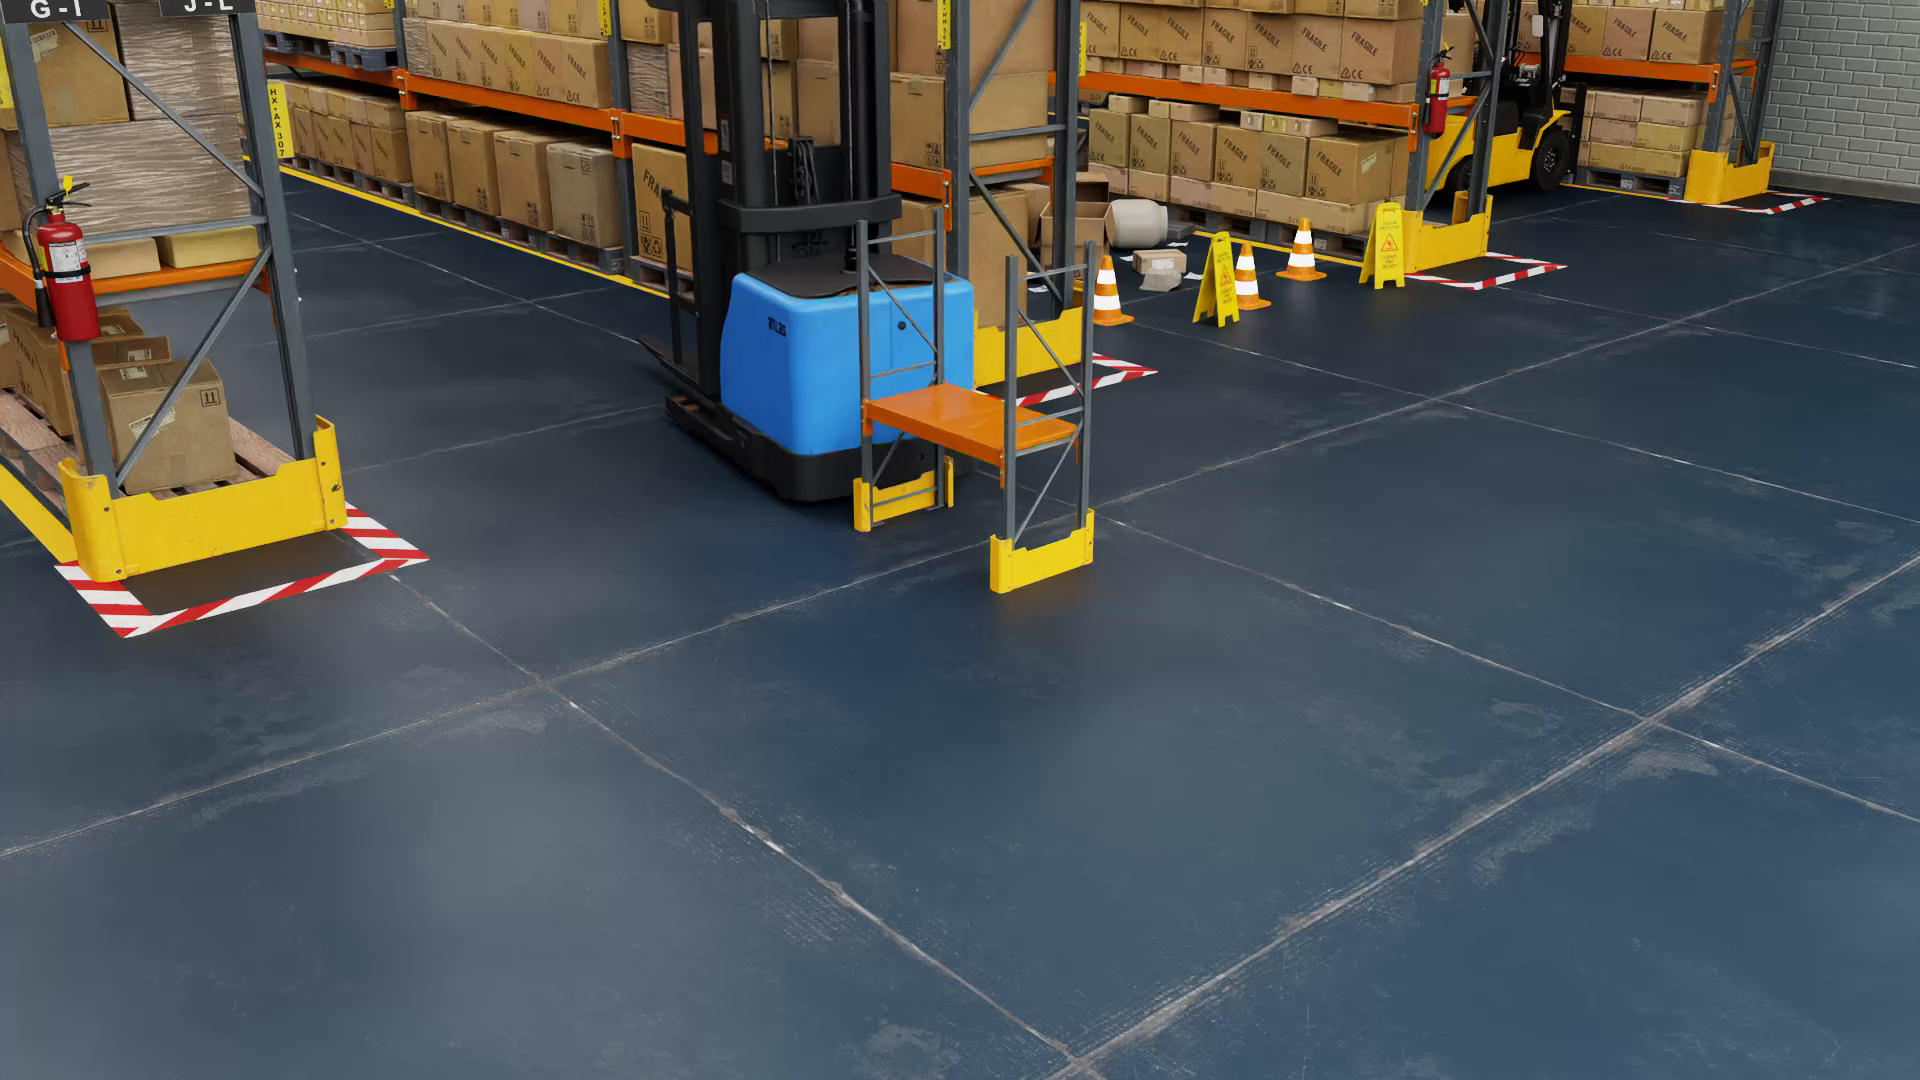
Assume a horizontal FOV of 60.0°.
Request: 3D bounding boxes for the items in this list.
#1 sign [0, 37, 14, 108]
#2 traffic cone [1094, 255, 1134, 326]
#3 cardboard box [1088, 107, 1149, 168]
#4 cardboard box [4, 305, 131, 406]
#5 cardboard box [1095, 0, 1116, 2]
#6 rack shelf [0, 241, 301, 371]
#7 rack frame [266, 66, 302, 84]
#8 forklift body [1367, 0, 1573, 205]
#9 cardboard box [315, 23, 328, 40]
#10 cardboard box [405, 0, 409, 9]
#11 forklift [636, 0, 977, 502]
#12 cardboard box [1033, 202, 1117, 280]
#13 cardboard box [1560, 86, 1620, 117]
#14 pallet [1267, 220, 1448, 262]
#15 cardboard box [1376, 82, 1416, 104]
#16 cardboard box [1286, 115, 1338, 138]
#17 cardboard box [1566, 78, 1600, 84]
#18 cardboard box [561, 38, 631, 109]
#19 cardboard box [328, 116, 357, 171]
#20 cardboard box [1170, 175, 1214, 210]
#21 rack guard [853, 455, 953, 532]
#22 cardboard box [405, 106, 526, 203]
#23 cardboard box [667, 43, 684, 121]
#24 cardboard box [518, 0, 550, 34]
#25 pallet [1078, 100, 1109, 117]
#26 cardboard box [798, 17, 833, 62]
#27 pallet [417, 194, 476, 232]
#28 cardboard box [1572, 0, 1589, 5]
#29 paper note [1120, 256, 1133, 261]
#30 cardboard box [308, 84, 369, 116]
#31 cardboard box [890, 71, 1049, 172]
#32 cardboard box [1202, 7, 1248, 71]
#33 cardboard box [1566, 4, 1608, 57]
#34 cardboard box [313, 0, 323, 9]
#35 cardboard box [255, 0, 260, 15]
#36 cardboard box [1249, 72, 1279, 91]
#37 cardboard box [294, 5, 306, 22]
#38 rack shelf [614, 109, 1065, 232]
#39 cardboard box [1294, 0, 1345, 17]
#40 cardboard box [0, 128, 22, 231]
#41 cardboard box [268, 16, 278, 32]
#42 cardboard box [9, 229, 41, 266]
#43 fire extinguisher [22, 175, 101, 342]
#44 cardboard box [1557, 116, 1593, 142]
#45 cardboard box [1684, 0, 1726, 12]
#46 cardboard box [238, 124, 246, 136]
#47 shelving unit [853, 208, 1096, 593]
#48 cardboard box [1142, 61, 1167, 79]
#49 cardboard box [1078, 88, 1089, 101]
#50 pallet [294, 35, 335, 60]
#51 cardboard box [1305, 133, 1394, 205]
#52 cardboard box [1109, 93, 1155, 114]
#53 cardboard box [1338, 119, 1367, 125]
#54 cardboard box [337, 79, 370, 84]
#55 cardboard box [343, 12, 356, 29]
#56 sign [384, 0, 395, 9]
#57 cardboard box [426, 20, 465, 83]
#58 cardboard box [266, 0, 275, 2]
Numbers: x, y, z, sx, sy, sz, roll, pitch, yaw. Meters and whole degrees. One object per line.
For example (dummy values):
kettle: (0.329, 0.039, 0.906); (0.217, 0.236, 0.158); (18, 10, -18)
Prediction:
sign: (-3.928, -1.920, 6.751); (0.100, 0.325, 0.005); (-17, 27, -37)
traffic cone: (1.058, -1.816, 11.987); (0.336, 0.463, 0.334); (-17, 27, -37)
cardboard box: (1.583, -3.861, 15.896); (0.500, 0.500, 0.500); (-16, 26, -35)
cardboard box: (-5.030, -1.067, 9.448); (0.500, 0.500, 0.500); (19, 29, 40)
cardboard box: (1.525, -5.302, 15.491); (0.700, 0.500, 0.500); (-18, 28, -38)
rack shelf: (-4.800, -1.578, 8.885); (1.077, 0.370, 4.000); (-17, 27, -37)
rack frame: (-7.504, -5.828, 18.751); (1.000, 3.000, 0.127); (-17, 27, -37)
forklift body: (5.151, -4.596, 16.770); (2.313, 2.155, 1.214); (-17, 27, -37)
cardboard box: (-6.229, -5.112, 16.692); (0.380, 0.149, 0.250); (-19, 28, -40)
cardboard box: (-5.382, -5.395, 16.598); (0.380, 0.149, 0.250); (-18, 27, -38)
forklift: (-1.065, -2.049, 9.197); (1.130, 2.935, 3.031); (-11, 24, -27)
cardboard box: (0.949, -2.439, 13.522); (0.637, 0.503, 0.797); (3, 22, 9)
cardboard box: (6.560, -4.612, 17.470); (0.500, 0.250, 0.500); (-17, 27, -37)
pallet: (3.460, -2.675, 14.523); (1.003, 0.211, 1.213); (-17, 27, -37)
cardboard box: (3.607, -3.655, 13.546); (0.380, 0.149, 0.250); (-16, 27, -36)
cardboard box: (3.002, -3.530, 14.161); (0.380, 0.149, 0.250); (-16, 27, -36)
cardboard box: (6.624, -4.882, 18.158); (0.500, 0.250, 0.500); (-18, 28, -38)
cardboard box: (-2.825, -3.745, 13.296); (0.500, 0.500, 0.500); (-18, 27, -38)
cardboard box: (-6.214, -4.161, 17.346); (0.500, 0.500, 0.500); (-19, 28, -40)
cardboard box: (2.288, -3.221, 15.290); (0.500, 0.250, 0.500); (-18, 28, -38)
rack guard: (-0.275, -0.233, 8.236); (0.587, 0.250, 0.087); (-17, 27, -37)
cardboard box: (-4.563, -3.681, 15.779); (1.050, 0.750, 0.750); (-18, 28, -38)
cardboard box: (-1.656, -3.442, 12.454); (0.875, 0.550, 0.550); (-17, 27, -37)
cardboard box: (-3.277, -4.547, 13.973); (0.700, 0.500, 0.500); (-17, 27, -37)
pallet: (2.091, -6.029, 23.087); (1.003, 0.211, 1.213); (-17, 27, -37)
cardboard box: (-0.575, -3.514, 11.157); (0.875, 0.550, 0.550); (-17, 27, -37)
pallet: (-4.435, -3.189, 15.836); (1.003, 0.211, 1.213); (-17, 27, -37)
cardboard box: (6.477, -5.628, 17.214); (0.380, 0.149, 0.250); (-17, 27, -37)
paper note: (1.448, -2.389, 14.057); (0.148, 0.019, 0.142); (-8, 23, -19)
cardboard box: (-6.542, -4.653, 17.575); (0.500, 0.250, 0.500); (-16, 27, -35)
cardboard box: (0.053, -2.674, 10.493); (0.875, 0.550, 0.550); (-17, 27, -37)
cardboard box: (2.487, -4.412, 14.589); (0.500, 0.500, 0.500); (-17, 27, -37)
cardboard box: (6.585, -5.309, 17.288); (0.500, 0.500, 0.500); (-18, 28, -38)
cardboard box: (-6.223, -5.388, 16.581); (0.380, 0.149, 0.250); (-17, 27, -37)
cardboard box: (-7.424, -5.756, 17.927); (0.380, 0.149, 0.250); (-18, 28, -38)
cardboard box: (2.719, -3.991, 14.406); (0.380, 0.149, 0.250); (-18, 28, -38)
cardboard box: (-6.573, -5.395, 17.007); (0.380, 0.149, 0.250); (-18, 28, -38)
rack shelf: (-0.976, -2.730, 11.829); (1.077, 0.370, 4.000); (-17, 27, -37)
cardboard box: (3.190, -4.600, 13.701); (0.700, 0.500, 0.500); (-17, 27, -37)
cardboard box: (-4.250, -1.813, 7.955); (0.875, 0.500, 0.500); (-17, 27, -37)
cardboard box: (-7.086, -5.474, 17.615); (0.380, 0.149, 0.250); (-17, 27, -37)
cardboard box: (-4.202, -1.399, 7.786); (0.380, 0.149, 0.250); (-17, 27, -37)
fire extinguisher: (-3.769, -1.183, 6.996); (0.296, 0.674, 0.183); (-17, 27, -37)
cardboard box: (6.545, -4.389, 17.585); (0.500, 0.250, 0.500); (-18, 28, -39)
cardboard box: (7.333, -5.279, 16.324); (0.380, 0.149, 0.250); (-17, 27, -37)
cardboard box: (-8.345, -4.873, 19.645); (0.380, 0.149, 0.250); (-19, 28, -39)
shelving unit: (0.050, -0.677, 7.657); (0.587, 1.500, 1.083); (-17, 27, -37)
cardboard box: (1.901, -4.344, 15.306); (0.380, 0.149, 0.250); (-16, 27, -36)
cardboard box: (1.792, -6.350, 22.935); (0.500, 0.500, 0.500); (-18, 28, -38)
pallet: (-6.216, -5.171, 17.336); (1.003, 0.211, 1.213); (-17, 27, -37)
cardboard box: (3.293, -3.143, 14.061); (0.500, 0.500, 0.500); (-17, 27, -37)
cardboard box: (1.619, -4.115, 15.653); (0.380, 0.149, 0.250); (-17, 27, -37)
cardboard box: (4.811, -5.238, 19.925); (0.875, 0.625, 0.625); (-16, 26, -35)
cardboard box: (-6.501, -4.918, 18.251); (0.500, 0.250, 0.500); (-16, 26, -35)
cardboard box: (-5.736, -5.042, 16.104); (0.380, 0.149, 0.250); (-16, 27, -35)
sign: (-5.298, -5.094, 15.397); (0.100, 0.325, 0.005); (-17, 27, -37)
cardboard box: (-4.470, -4.442, 15.074); (0.500, 0.500, 0.500); (-18, 28, -38)
cardboard box: (-7.082, -5.749, 17.502); (0.380, 0.149, 0.250); (-18, 28, -38)
